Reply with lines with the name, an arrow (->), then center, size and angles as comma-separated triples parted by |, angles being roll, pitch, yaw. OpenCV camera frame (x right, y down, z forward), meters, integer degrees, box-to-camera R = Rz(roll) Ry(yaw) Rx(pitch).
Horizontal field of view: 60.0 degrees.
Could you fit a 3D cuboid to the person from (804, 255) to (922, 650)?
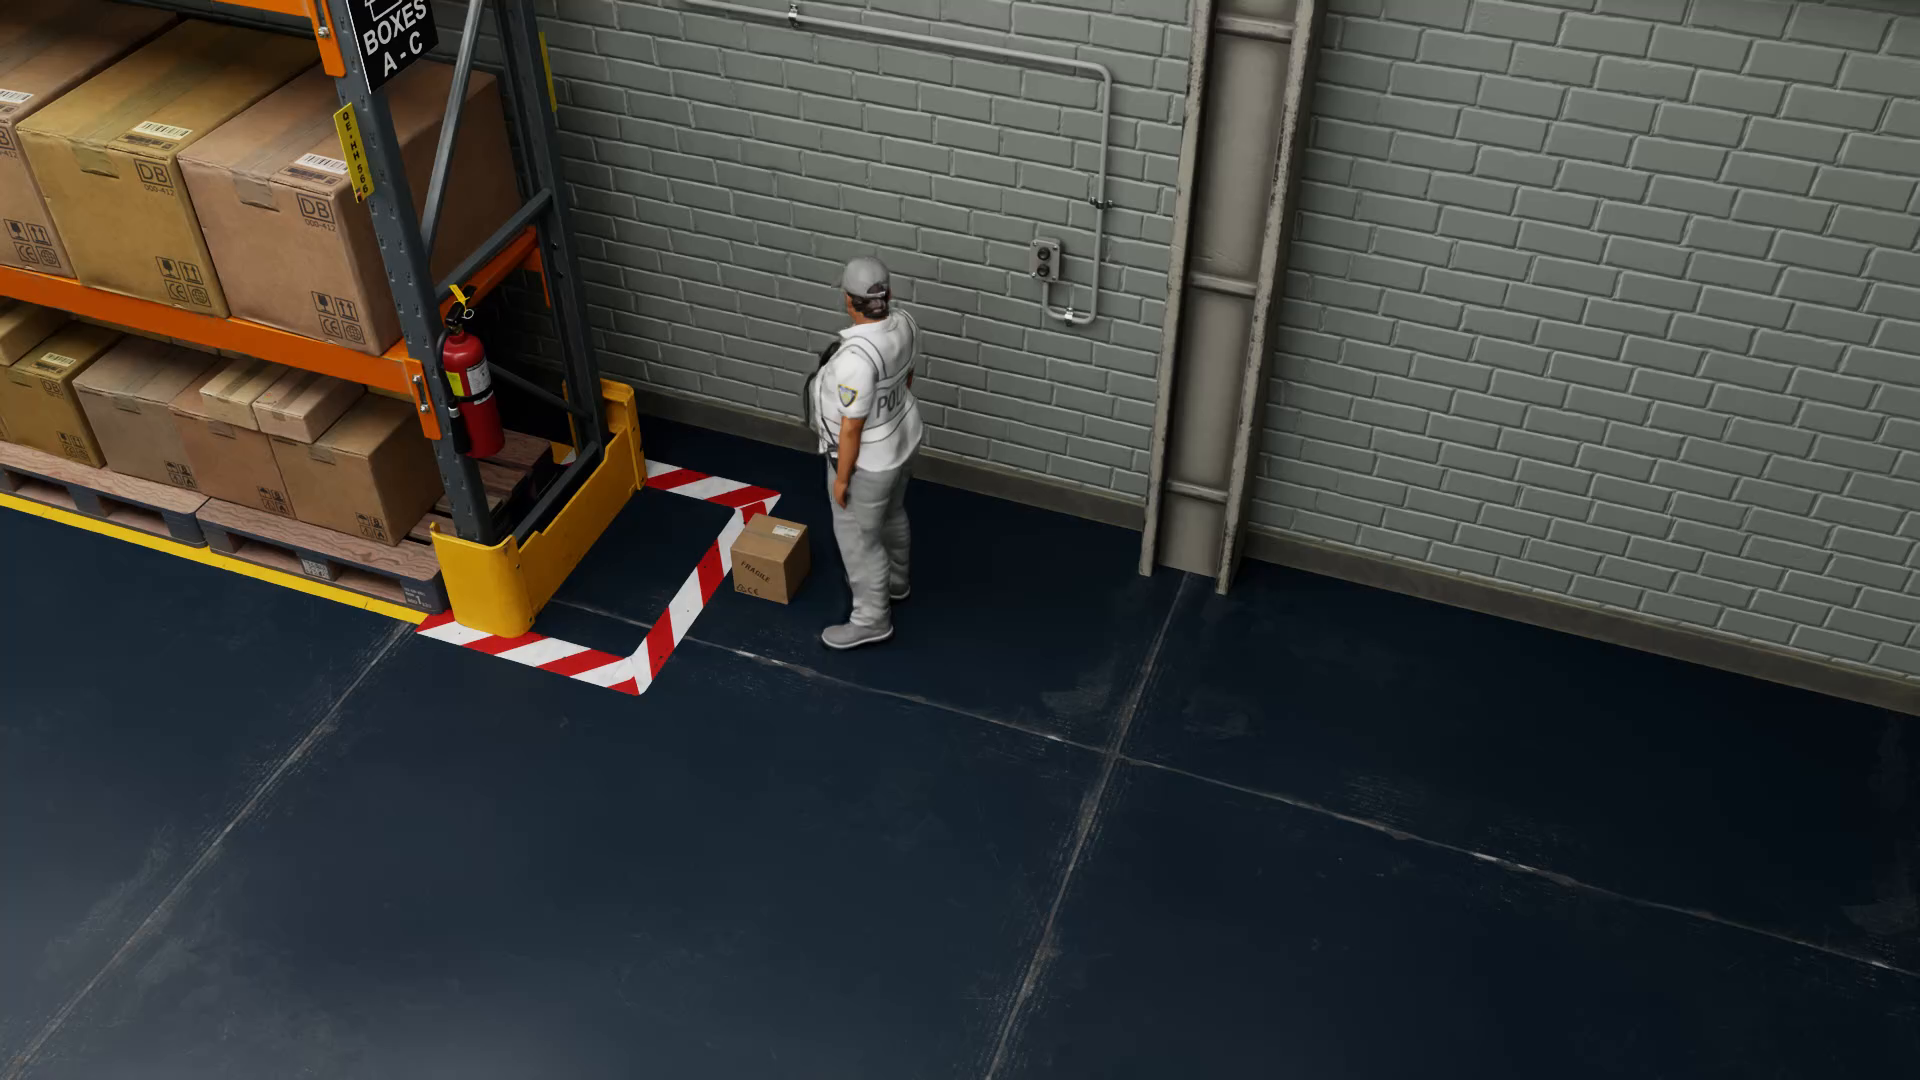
person -> -0.363, -0.339, 6.522 | 0.389, 1.678, 0.587 | 14, 44, 15
